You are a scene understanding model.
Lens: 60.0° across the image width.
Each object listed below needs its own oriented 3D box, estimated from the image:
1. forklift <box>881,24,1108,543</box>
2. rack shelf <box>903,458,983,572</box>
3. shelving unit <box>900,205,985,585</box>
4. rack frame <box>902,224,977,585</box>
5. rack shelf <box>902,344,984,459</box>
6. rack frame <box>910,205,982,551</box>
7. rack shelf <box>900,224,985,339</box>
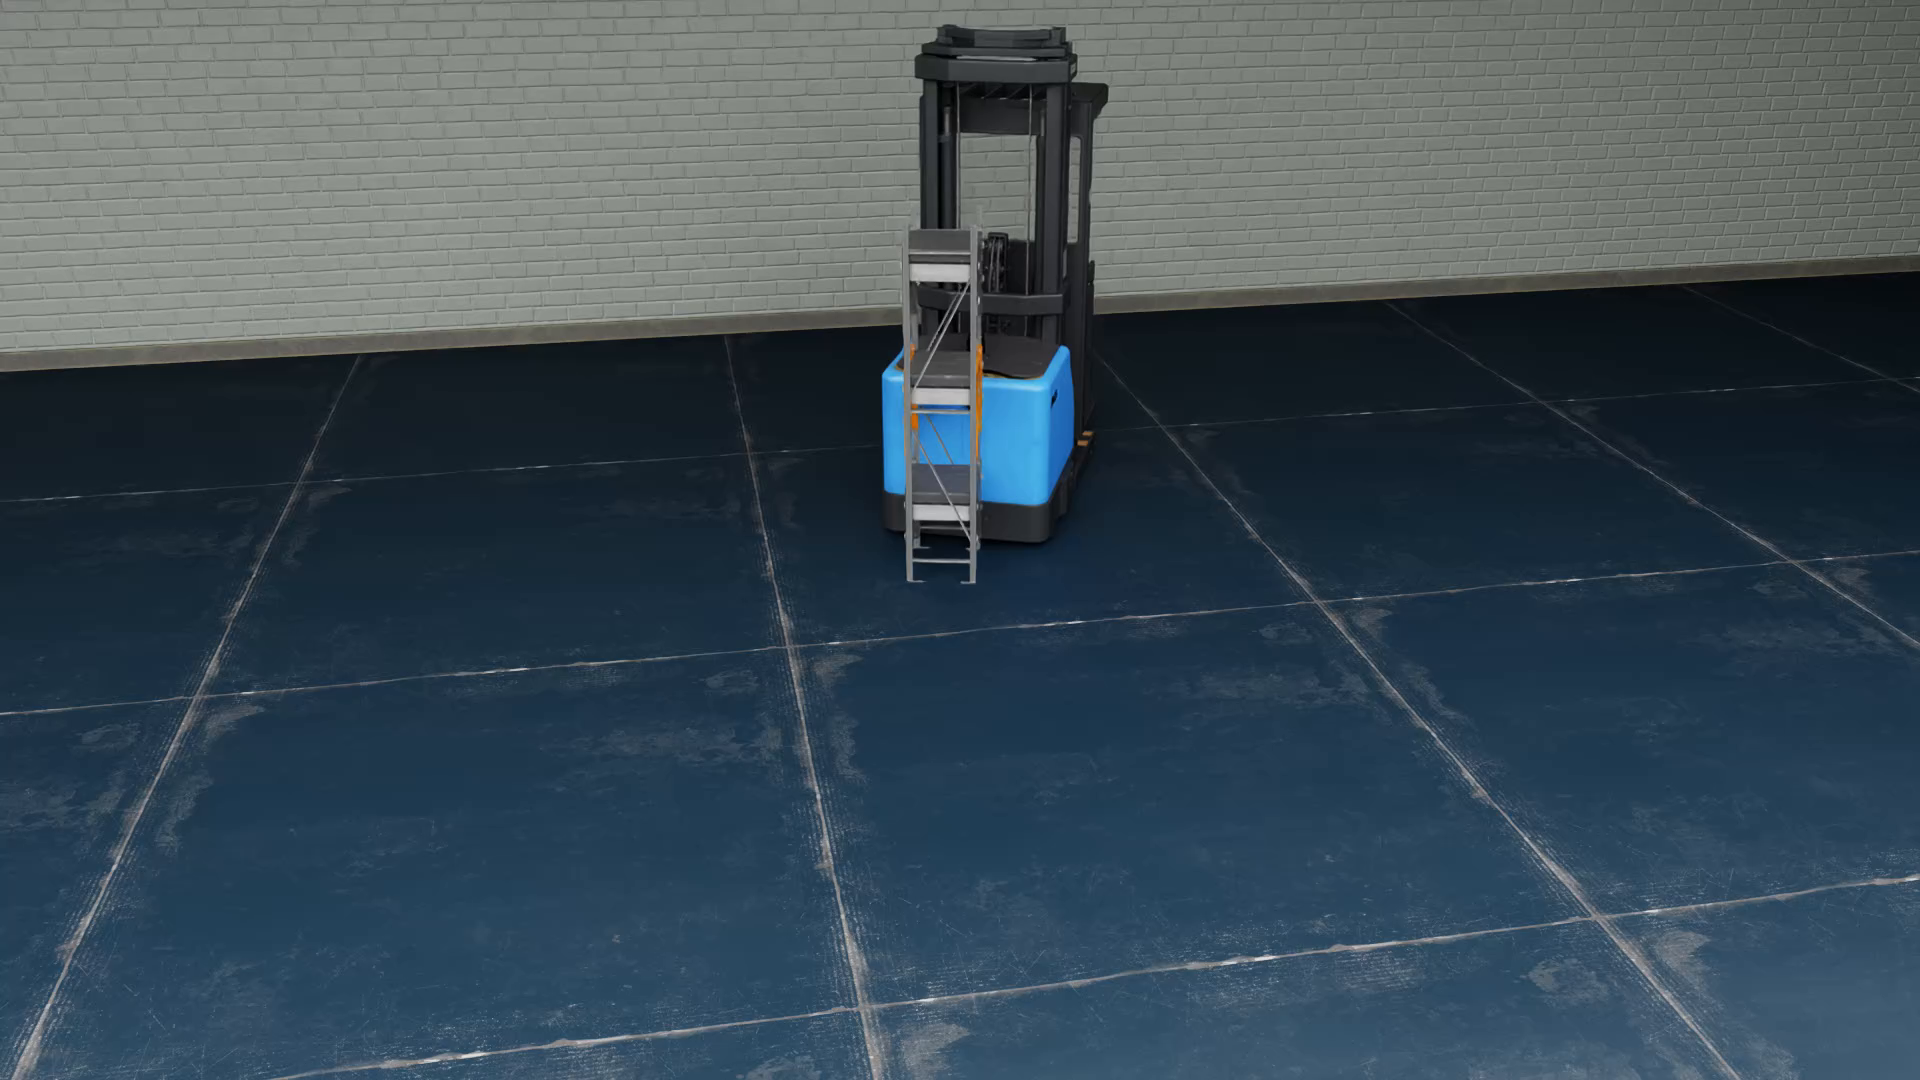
[{"bbox_3d":[0.340,-1.889,10.913,1.130,2.935,3.031,5,24,11],"label":"forklift"},{"bbox_3d":[-0.092,-0.153,9.761,0.431,0.518,0.480,1,24,3],"label":"rack shelf"},{"bbox_3d":[-0.092,-0.807,9.475,0.431,2.100,0.503,1,24,3],"label":"shelving unit"},{"bbox_3d":[-0.108,-0.710,9.252,0.400,2.100,0.015,1,24,3],"label":"rack frame"},{"bbox_3d":[-0.092,-0.795,9.481,0.431,0.518,0.480,1,24,3],"label":"rack shelf"},{"bbox_3d":[-0.077,-0.905,9.698,0.400,2.100,0.015,1,24,3],"label":"rack frame"},{"bbox_3d":[-0.092,-1.436,9.200,0.431,0.518,0.480,1,24,3],"label":"rack shelf"}]
